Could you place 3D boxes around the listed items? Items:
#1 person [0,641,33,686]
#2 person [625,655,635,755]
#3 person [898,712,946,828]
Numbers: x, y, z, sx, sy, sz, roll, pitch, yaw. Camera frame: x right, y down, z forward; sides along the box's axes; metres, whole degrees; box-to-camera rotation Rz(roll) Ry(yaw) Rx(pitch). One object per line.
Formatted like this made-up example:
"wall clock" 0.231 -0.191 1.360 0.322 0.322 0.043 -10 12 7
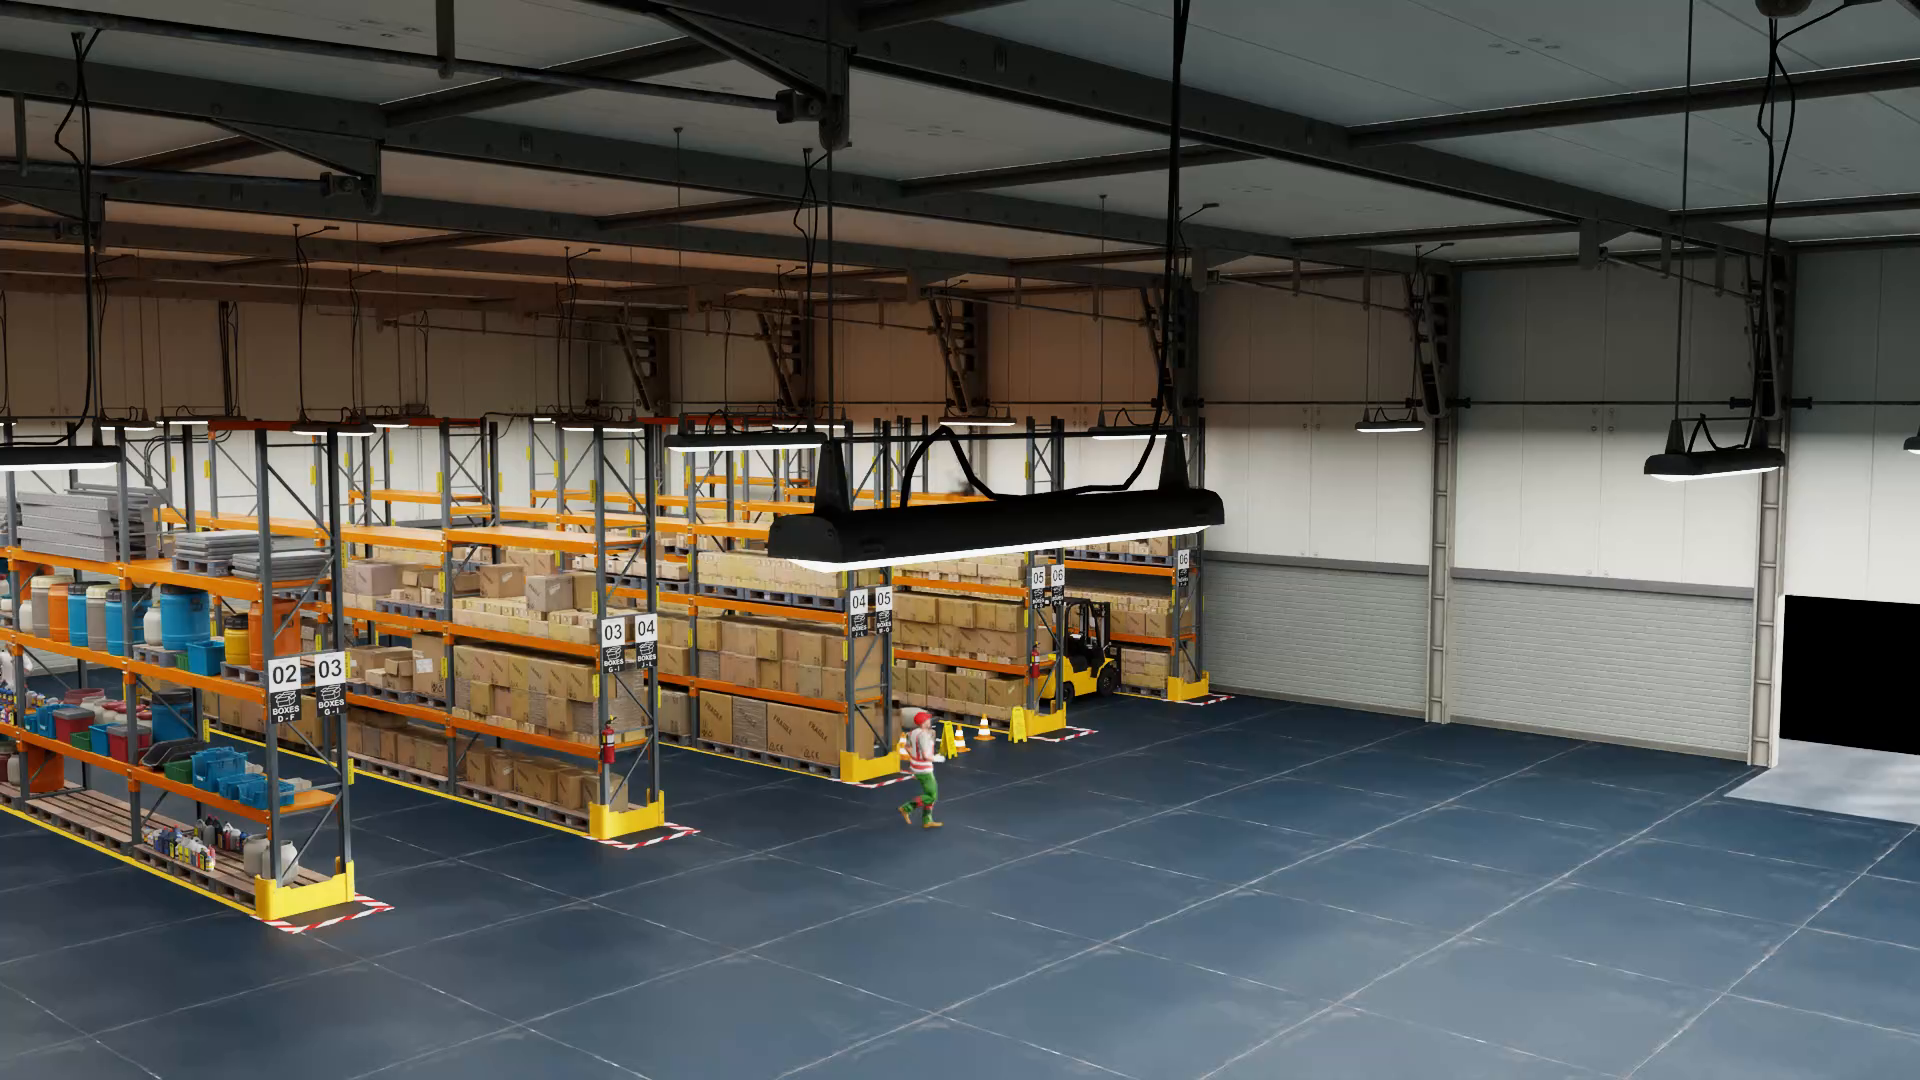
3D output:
"person" -18.153 2.797 31.853 0.950 1.810 0.774 3 6 34
"person" -6.086 2.966 30.066 0.875 1.828 0.686 4 6 42
"person" -0.596 3.410 24.631 0.714 1.749 0.653 -2 5 -19
